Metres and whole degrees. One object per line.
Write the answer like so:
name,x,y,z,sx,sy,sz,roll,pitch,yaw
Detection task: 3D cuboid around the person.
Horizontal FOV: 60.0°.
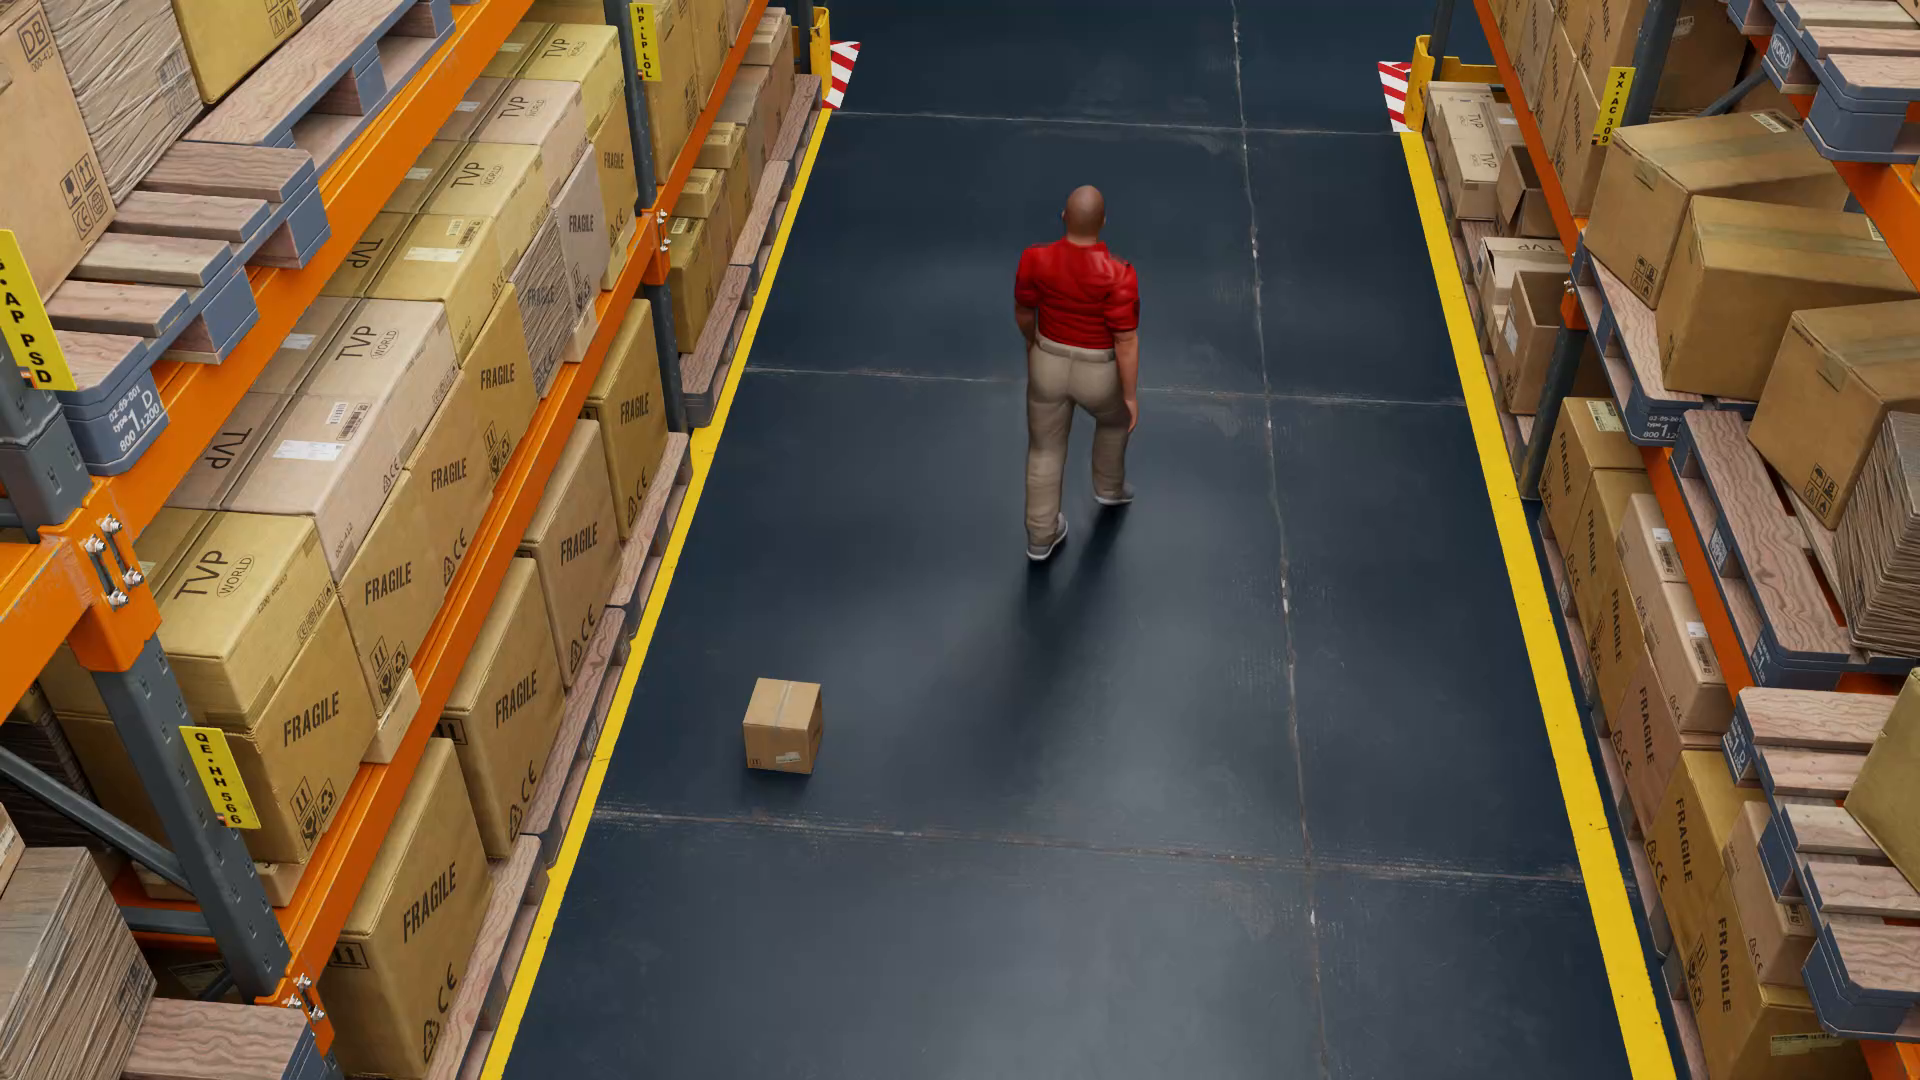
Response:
person,0.514,-0.722,7.065,0.586,1.781,0.733,11,41,12
